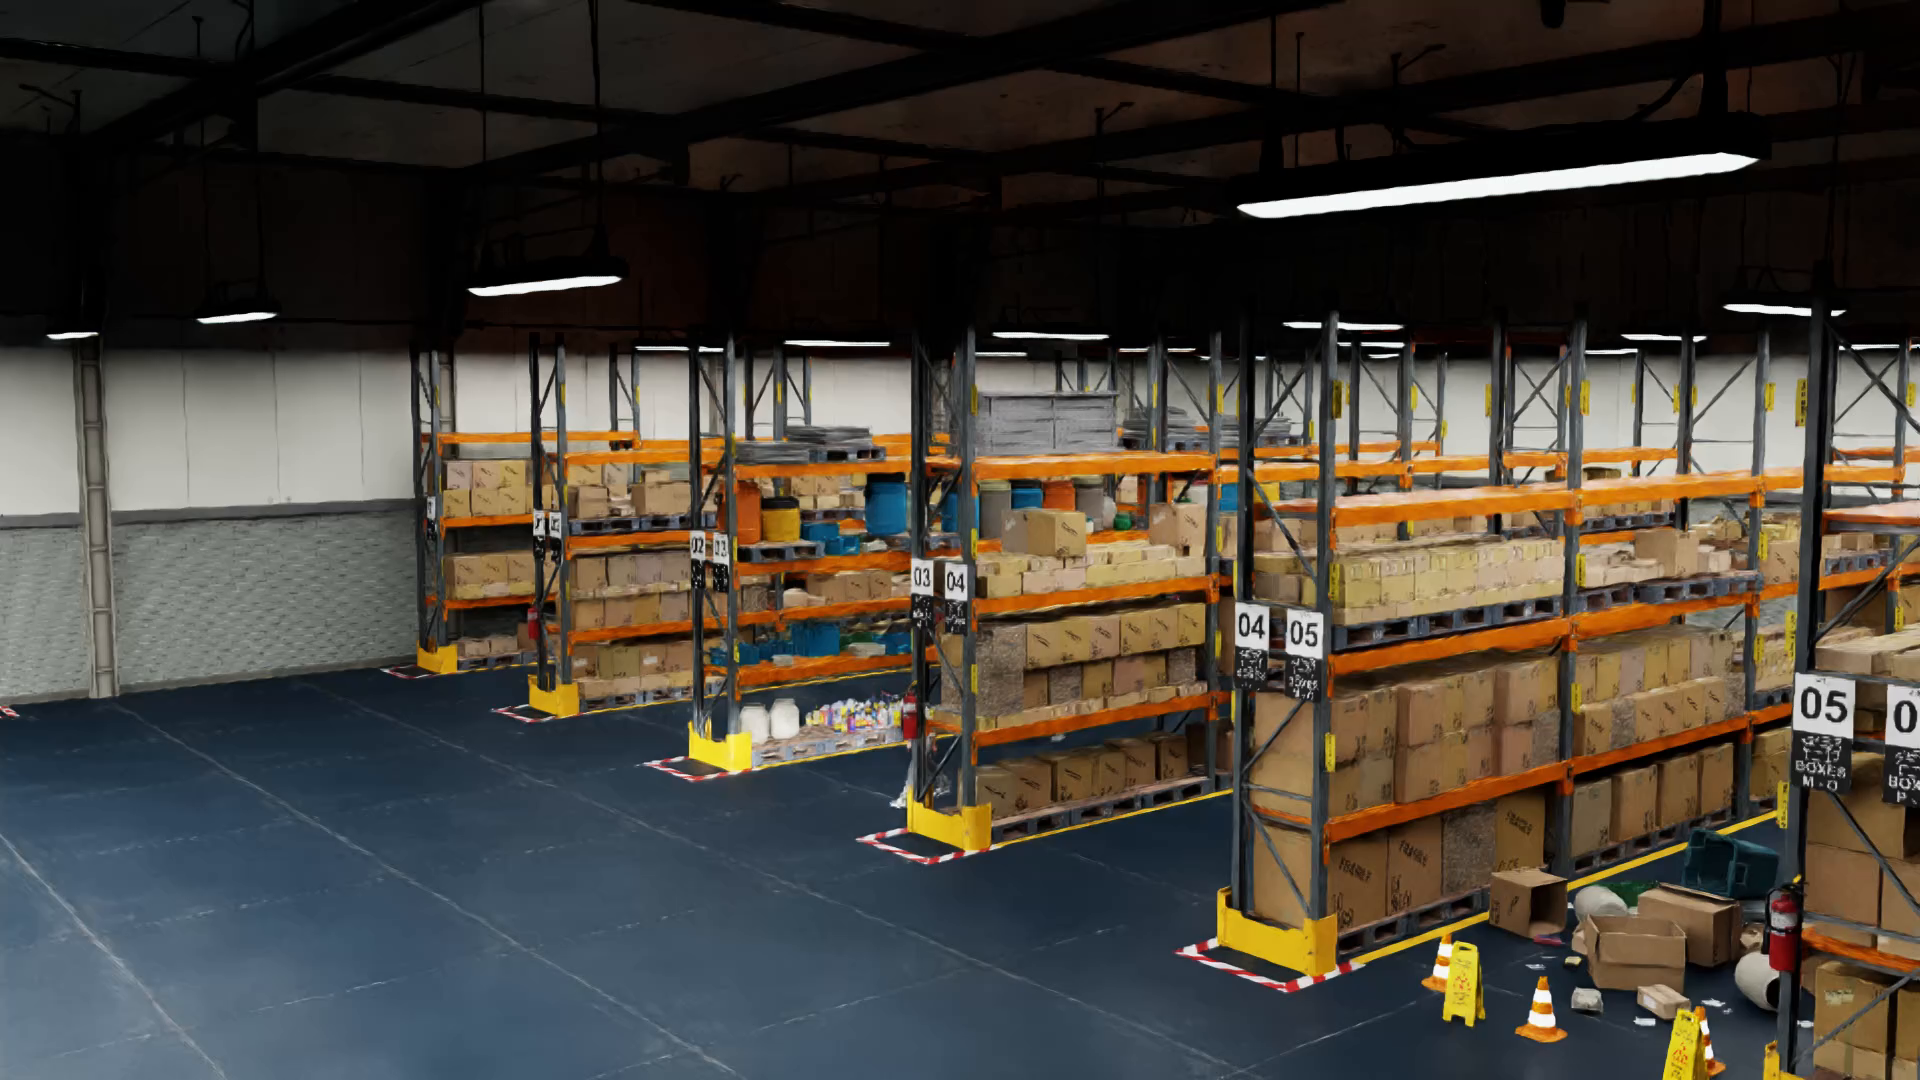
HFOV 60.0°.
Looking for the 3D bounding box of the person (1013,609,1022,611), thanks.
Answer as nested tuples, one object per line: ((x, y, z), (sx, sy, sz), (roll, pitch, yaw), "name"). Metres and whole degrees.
((1.134, 1.534, 29.966), (1.031, 1.712, 0.554), (-5, 7, -41), "person")

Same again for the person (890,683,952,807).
((-0.515, 2.494, 20.566), (1.036, 1.516, 0.417), (-4, 7, -36), "person")

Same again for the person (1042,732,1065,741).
((1.262, 2.122, 24.263), (0.498, 1.620, 0.639), (-5, 7, -41), "person")
